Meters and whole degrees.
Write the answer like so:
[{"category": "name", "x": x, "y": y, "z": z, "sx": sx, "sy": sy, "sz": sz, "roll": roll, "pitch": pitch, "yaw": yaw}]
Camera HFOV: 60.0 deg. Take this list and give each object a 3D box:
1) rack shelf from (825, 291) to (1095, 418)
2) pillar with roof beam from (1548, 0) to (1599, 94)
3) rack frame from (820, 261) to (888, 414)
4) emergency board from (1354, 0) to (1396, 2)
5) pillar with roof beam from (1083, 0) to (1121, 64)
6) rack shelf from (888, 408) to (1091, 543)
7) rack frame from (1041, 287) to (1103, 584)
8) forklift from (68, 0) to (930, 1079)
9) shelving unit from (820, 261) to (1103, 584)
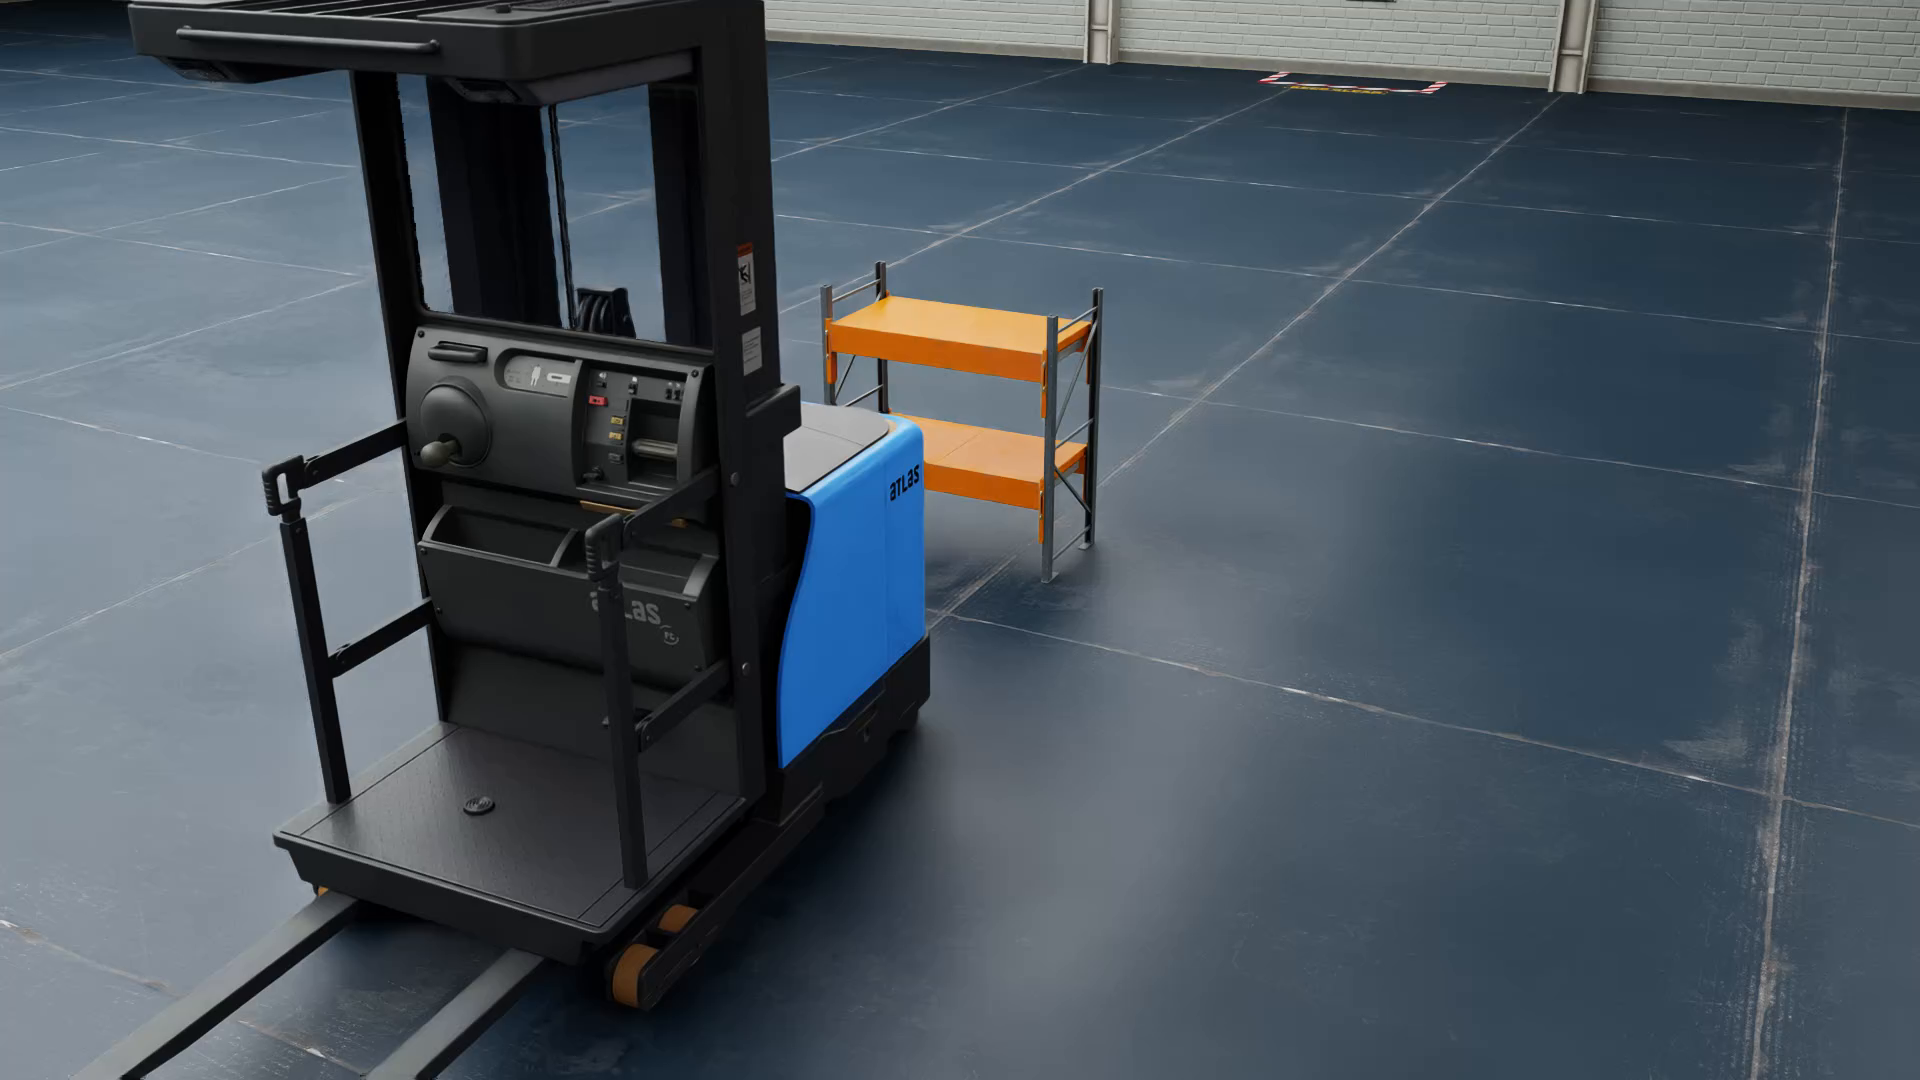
[{"category": "rack shelf", "x": 0.006, "y": -0.786, "z": 6.913, "sx": 1.000, "sy": 0.278, "sz": 0.538, "roll": 11, "pitch": 25, "yaw": 25}, {"category": "pillar with roof beam", "x": 5.308, "y": -7.999, "z": 14.560, "sx": 0.400, "sy": 9.000, "sz": 9.100, "roll": 11, "pitch": 25, "yaw": 25}, {"category": "rack frame", "x": -0.448, "y": -0.606, "z": 7.238, "sx": 0.032, "sy": 1.125, "sz": 0.500, "roll": 11, "pitch": 25, "yaw": 25}, {"category": "emergency board", "x": 5.063, "y": -7.199, "z": 20.345, "sx": 0.626, "sy": 1.169, "sz": 0.157, "roll": 11, "pitch": 25, "yaw": 25}, {"category": "pillar with roof beam", "x": -0.047, "y": -9.058, "z": 17.051, "sx": 0.400, "sy": 9.000, "sz": 9.100, "roll": 11, "pitch": 25, "yaw": 25}, {"category": "rack shelf", "x": 0.006, "y": -0.291, "z": 7.123, "sx": 1.000, "sy": 0.278, "sz": 0.538, "roll": 11, "pitch": 25, "yaw": 25}, {"category": "rack frame", "x": 0.460, "y": -0.427, "z": 6.816, "sx": 0.032, "sy": 1.125, "sz": 0.500, "roll": 11, "pitch": 25, "yaw": 25}, {"category": "forklift", "x": -1.171, "y": -0.312, "z": 4.238, "sx": 1.130, "sy": 2.935, "sz": 3.031, "roll": 10, "pitch": 25, "yaw": 22}, {"category": "shelving unit", "x": 0.006, "y": -0.516, "z": 7.027, "sx": 1.048, "sy": 1.125, "sz": 0.538, "roll": 11, "pitch": 25, "yaw": 25}]
